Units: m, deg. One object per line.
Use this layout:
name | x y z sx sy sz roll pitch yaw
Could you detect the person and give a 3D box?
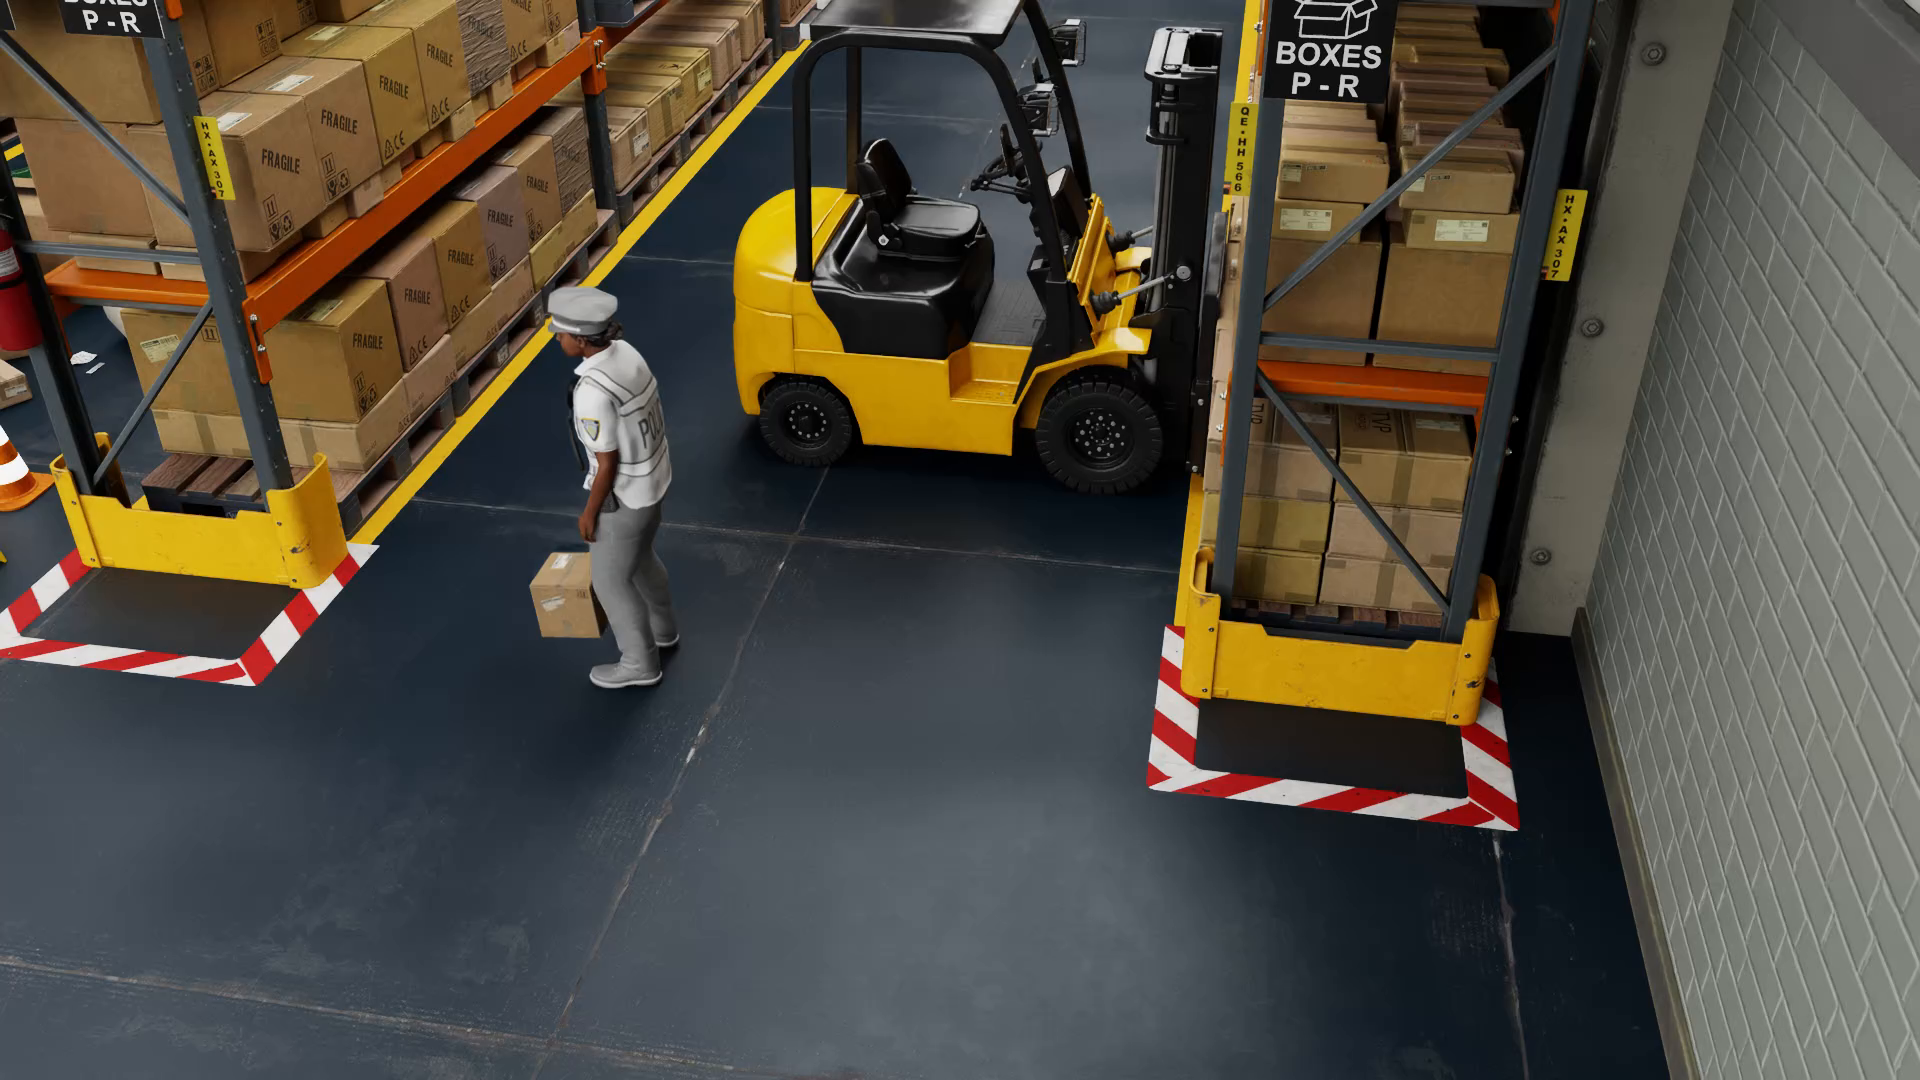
person | -1.309 -0.191 6.432 0.374 1.665 0.498 4 33 7
